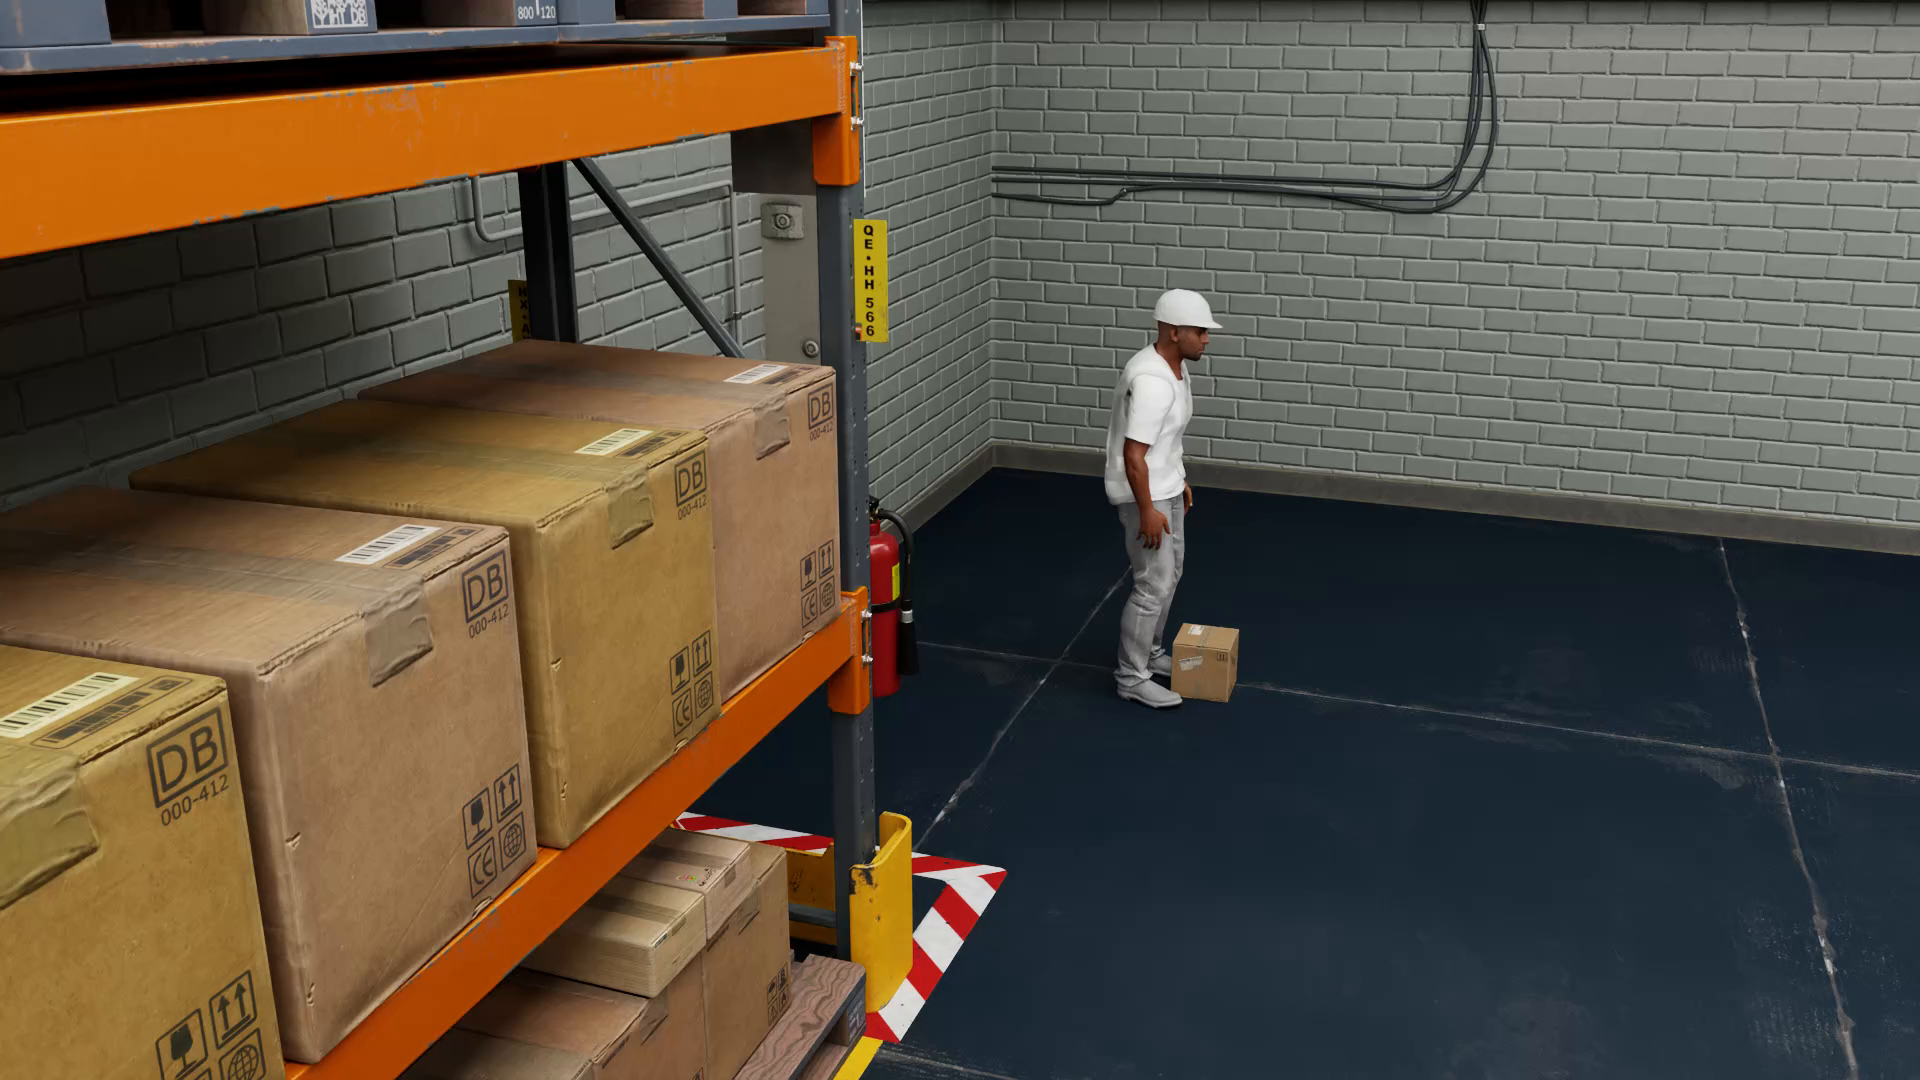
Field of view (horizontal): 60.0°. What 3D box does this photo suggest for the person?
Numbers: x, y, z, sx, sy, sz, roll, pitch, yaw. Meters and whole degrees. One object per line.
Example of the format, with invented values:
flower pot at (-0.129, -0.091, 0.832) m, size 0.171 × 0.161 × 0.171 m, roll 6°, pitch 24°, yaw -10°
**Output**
person at (0.854, -0.531, 7.006) m, size 0.456 × 1.057 × 0.627 m, roll 6°, pitch 20°, yaw 19°
